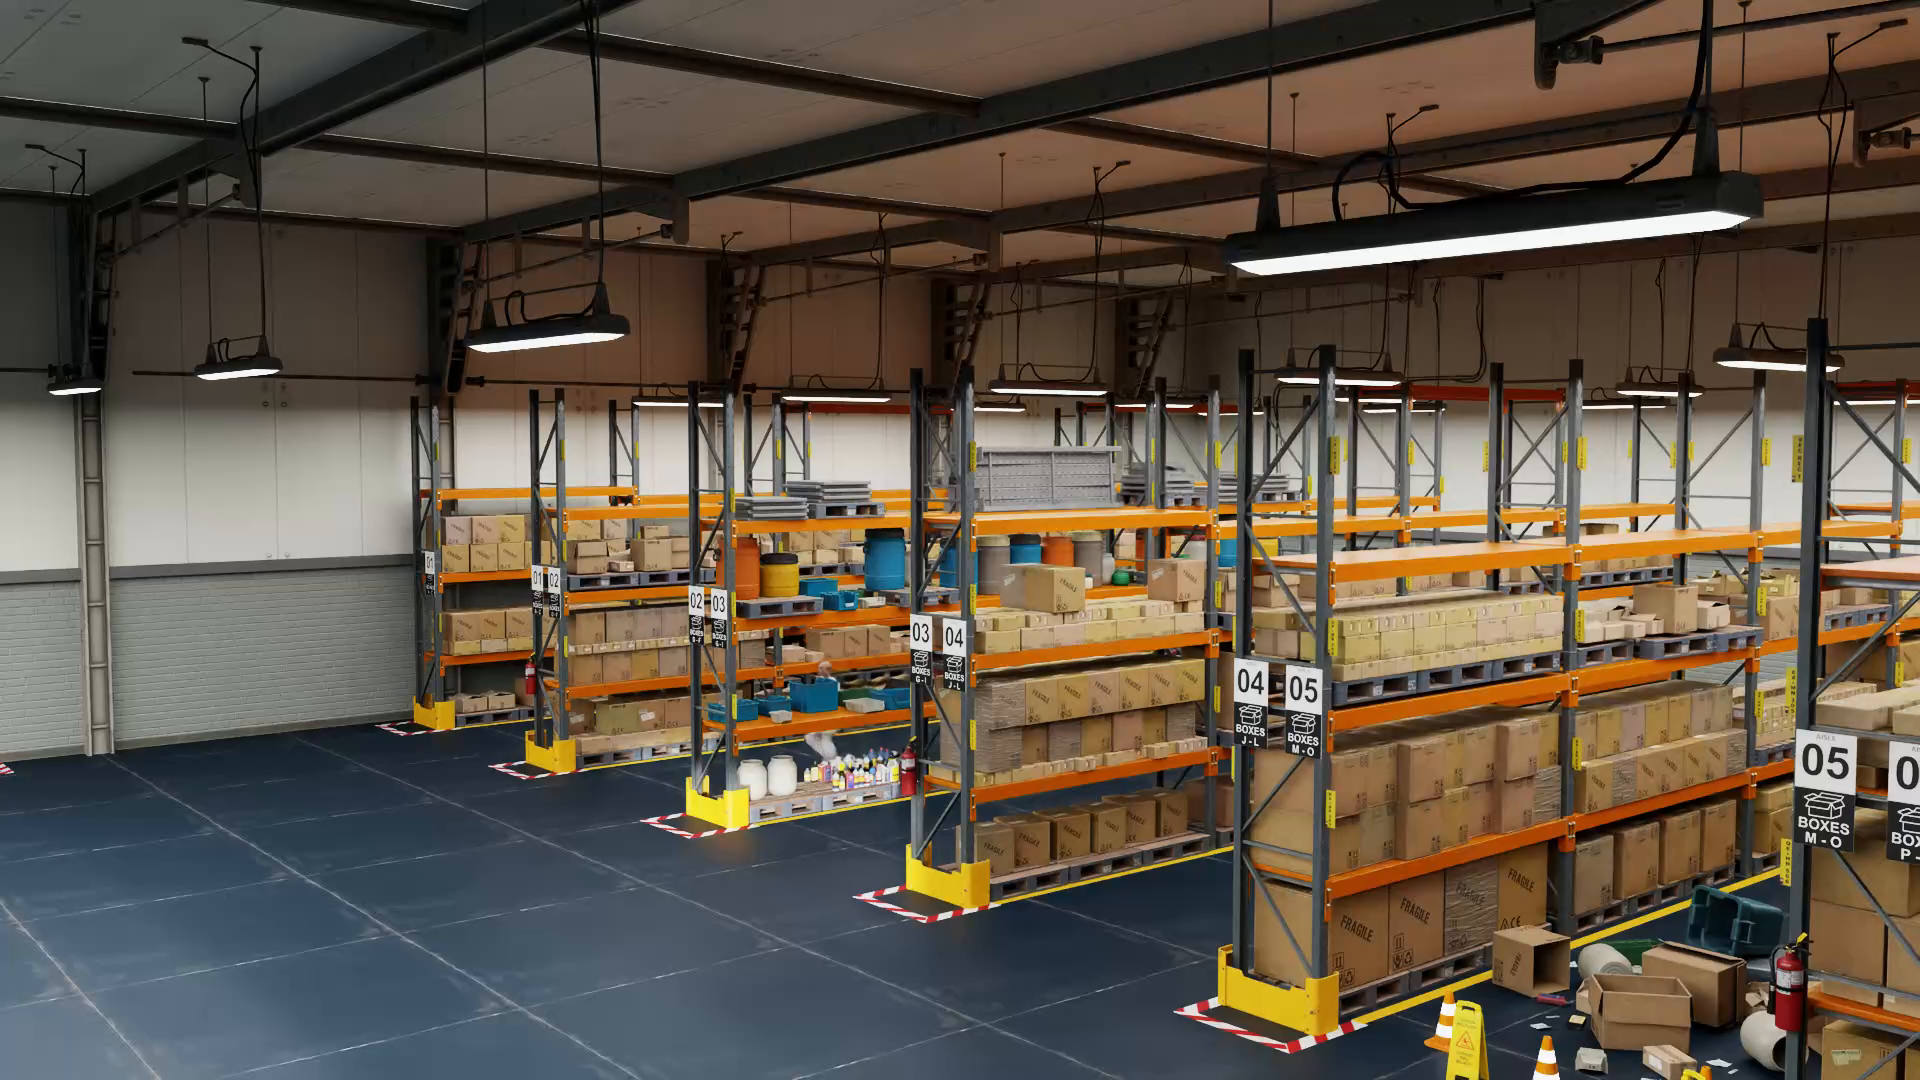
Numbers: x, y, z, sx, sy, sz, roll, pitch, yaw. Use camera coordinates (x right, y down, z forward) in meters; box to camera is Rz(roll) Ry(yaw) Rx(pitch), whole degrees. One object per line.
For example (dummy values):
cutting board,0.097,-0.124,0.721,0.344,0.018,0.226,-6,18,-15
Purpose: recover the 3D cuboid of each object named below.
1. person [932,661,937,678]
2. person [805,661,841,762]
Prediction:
person,-0.495,2.108,33.852,0.514,1.576,0.555,-2,4,-33
person,-2.136,2.758,25.937,0.645,1.747,0.717,-3,4,-41
